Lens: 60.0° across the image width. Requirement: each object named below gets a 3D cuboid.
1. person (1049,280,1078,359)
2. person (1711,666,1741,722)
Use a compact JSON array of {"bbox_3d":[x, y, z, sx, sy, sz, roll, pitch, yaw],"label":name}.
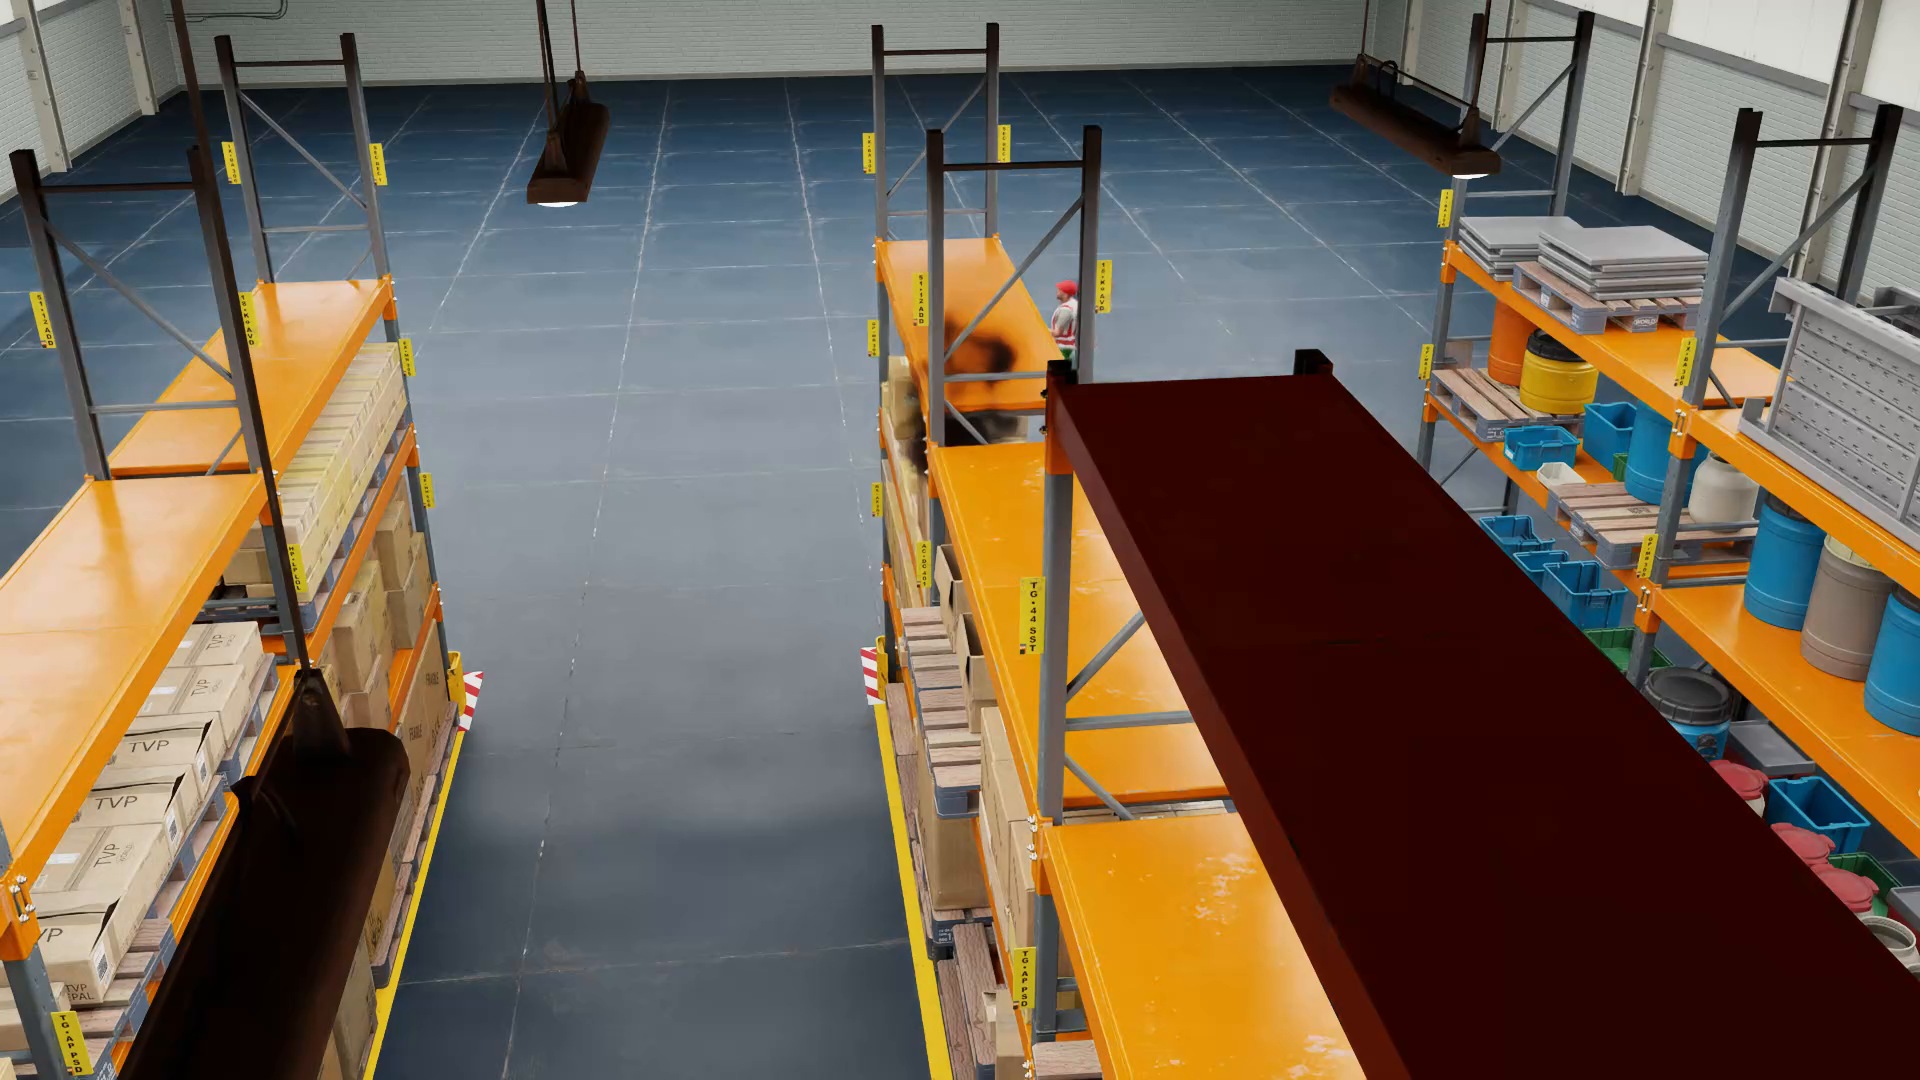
[{"bbox_3d":[1.310,-2.573,21.825,0.650,1.743,0.646,4,26,9],"label":"person"},{"bbox_3d":[6.847,0.979,14.438,0.705,1.727,0.603,-8,27,-16],"label":"person"}]
